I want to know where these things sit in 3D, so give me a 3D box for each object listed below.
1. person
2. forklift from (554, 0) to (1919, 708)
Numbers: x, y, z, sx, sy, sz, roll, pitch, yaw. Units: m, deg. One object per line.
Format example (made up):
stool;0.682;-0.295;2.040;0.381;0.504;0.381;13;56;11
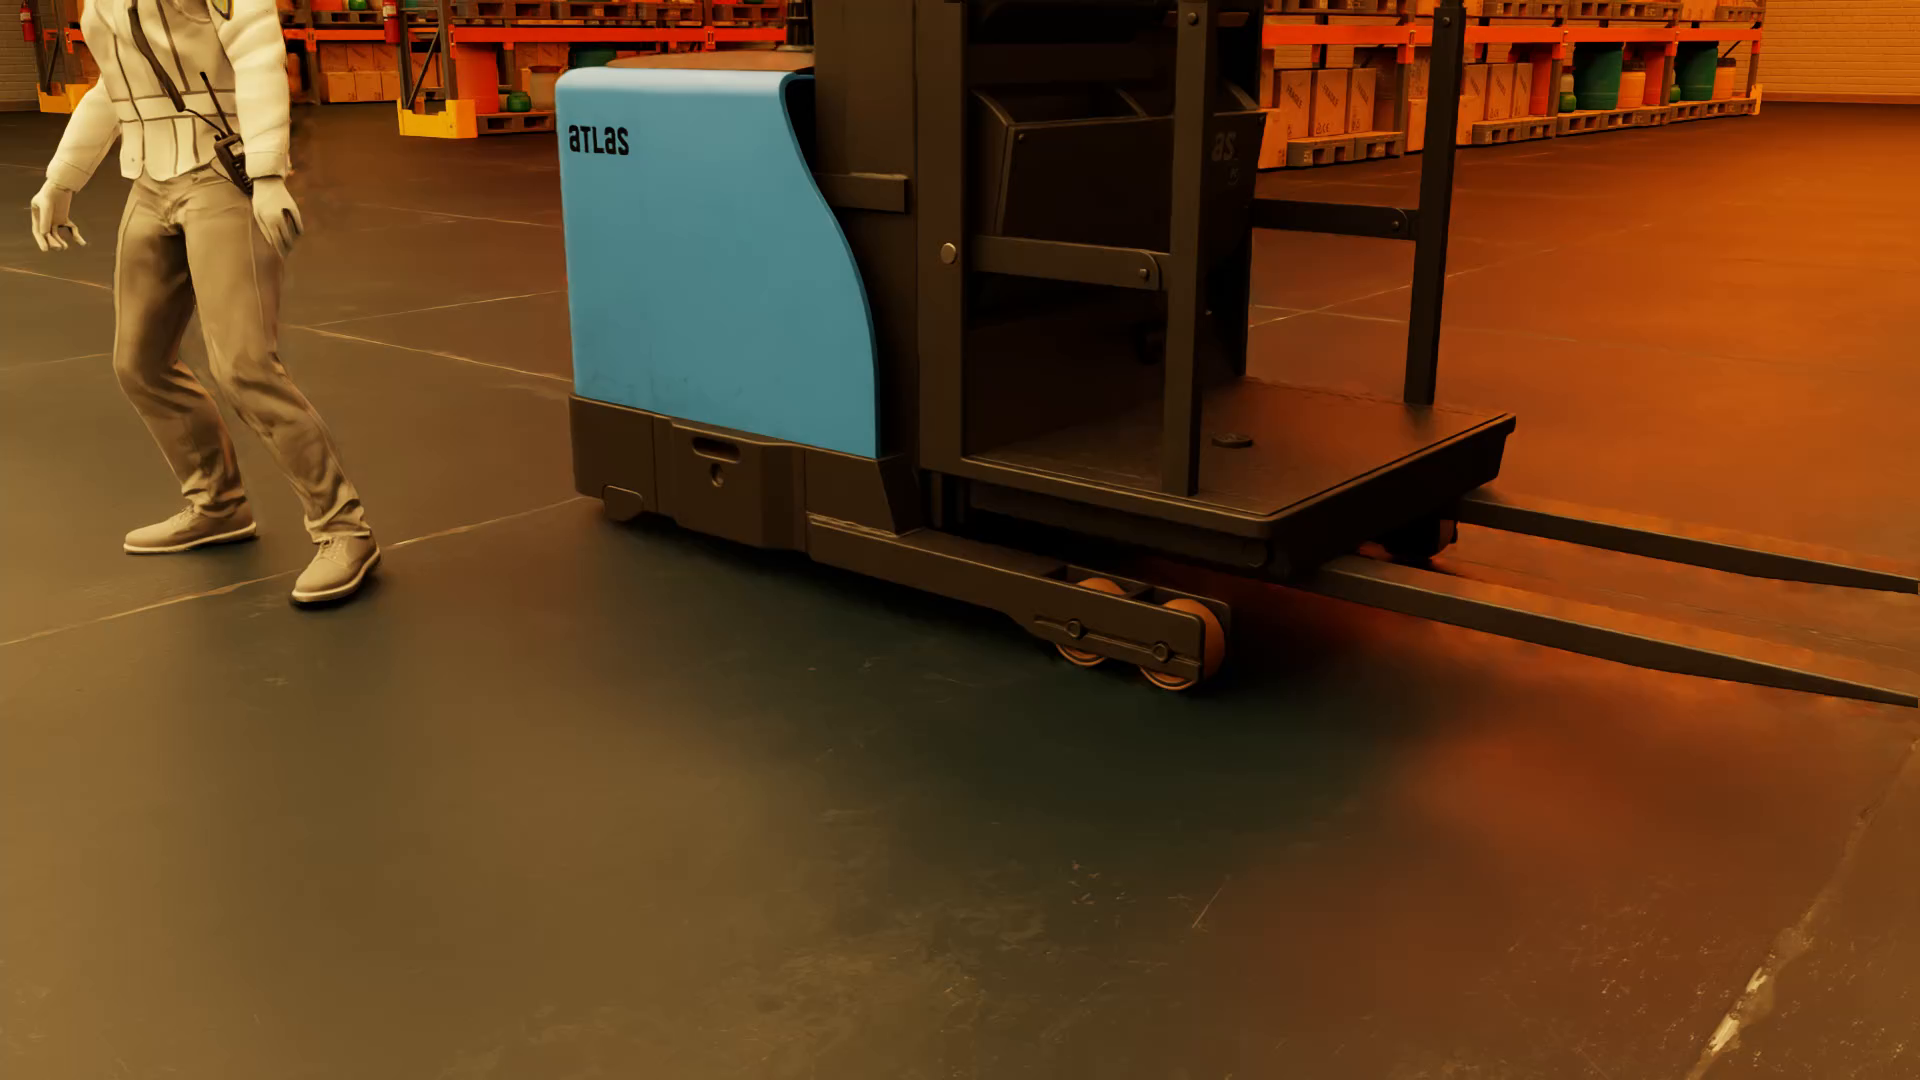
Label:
person;-1.615;-0.711;3.504;0.849;1.626;0.400;12;20;34
forklift;0.502;-1.301;3.180;3.031;2.935;1.130;13;21;38
